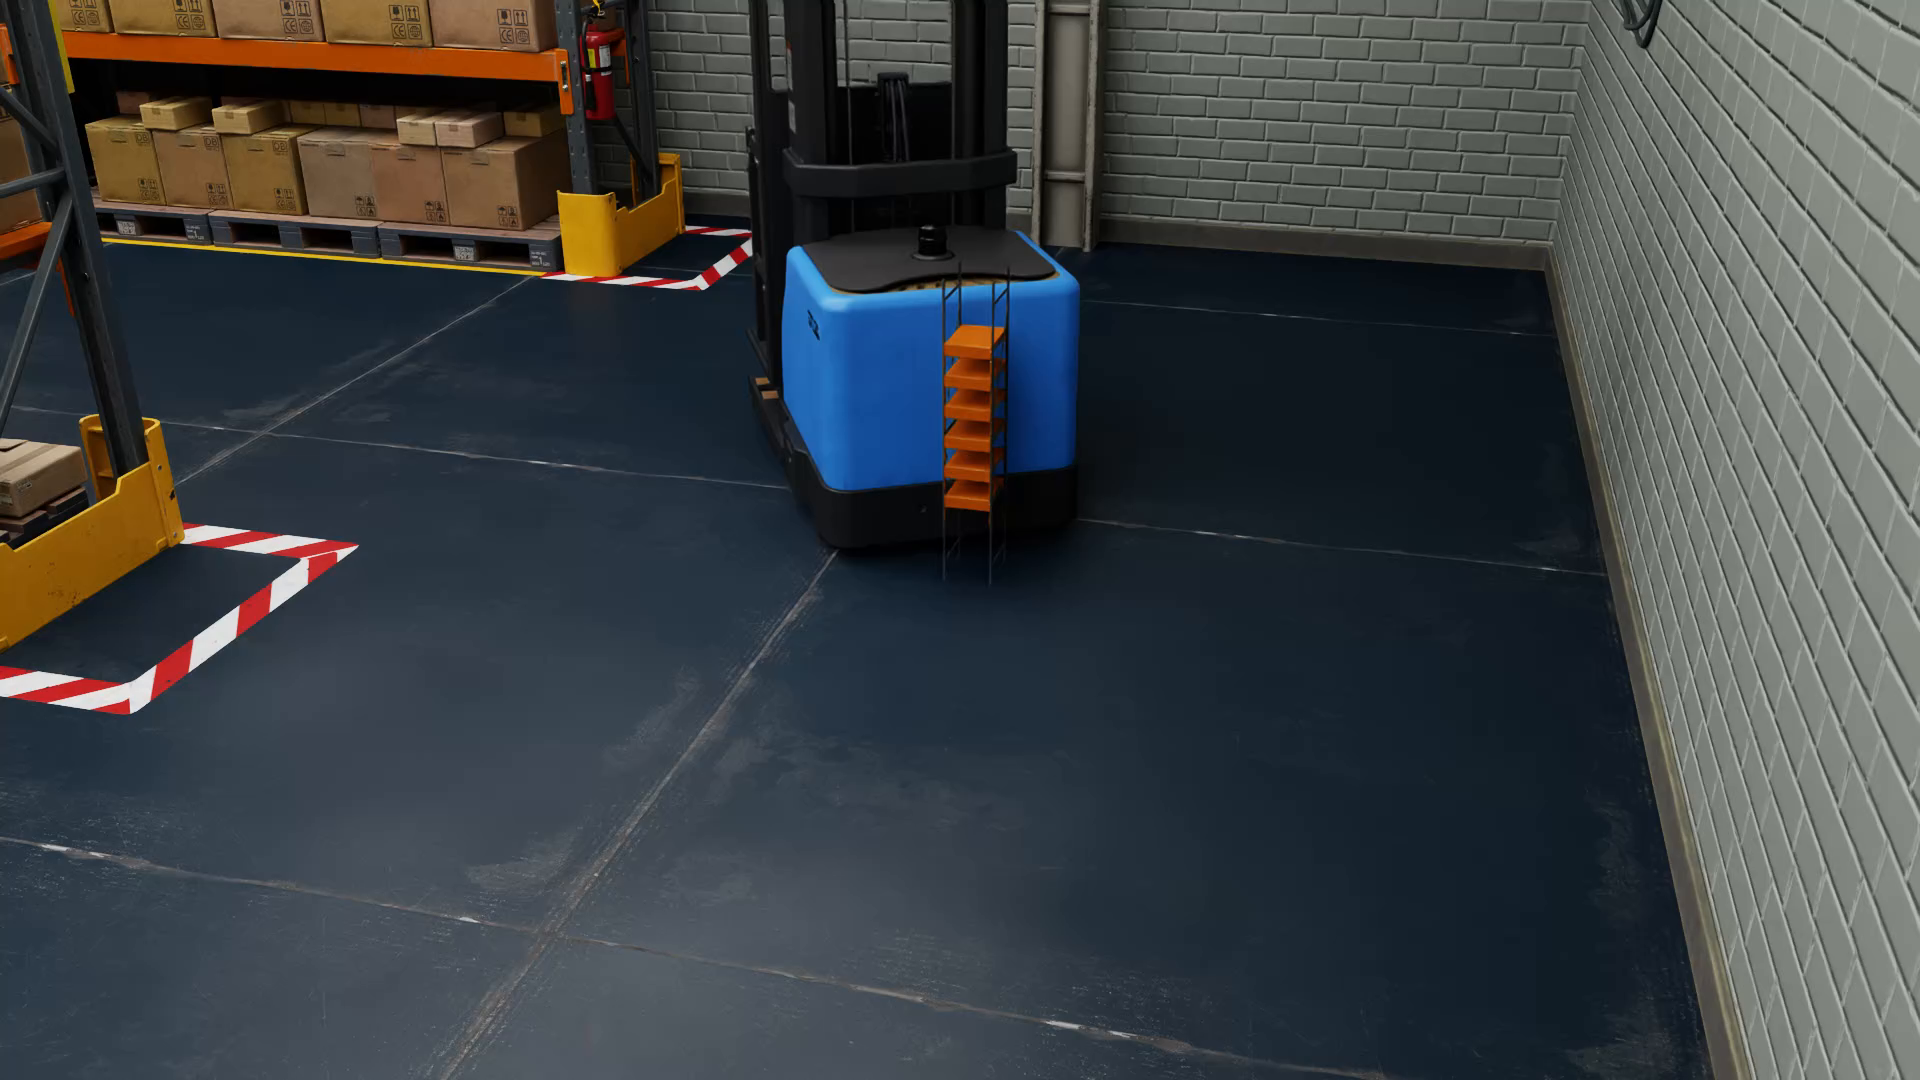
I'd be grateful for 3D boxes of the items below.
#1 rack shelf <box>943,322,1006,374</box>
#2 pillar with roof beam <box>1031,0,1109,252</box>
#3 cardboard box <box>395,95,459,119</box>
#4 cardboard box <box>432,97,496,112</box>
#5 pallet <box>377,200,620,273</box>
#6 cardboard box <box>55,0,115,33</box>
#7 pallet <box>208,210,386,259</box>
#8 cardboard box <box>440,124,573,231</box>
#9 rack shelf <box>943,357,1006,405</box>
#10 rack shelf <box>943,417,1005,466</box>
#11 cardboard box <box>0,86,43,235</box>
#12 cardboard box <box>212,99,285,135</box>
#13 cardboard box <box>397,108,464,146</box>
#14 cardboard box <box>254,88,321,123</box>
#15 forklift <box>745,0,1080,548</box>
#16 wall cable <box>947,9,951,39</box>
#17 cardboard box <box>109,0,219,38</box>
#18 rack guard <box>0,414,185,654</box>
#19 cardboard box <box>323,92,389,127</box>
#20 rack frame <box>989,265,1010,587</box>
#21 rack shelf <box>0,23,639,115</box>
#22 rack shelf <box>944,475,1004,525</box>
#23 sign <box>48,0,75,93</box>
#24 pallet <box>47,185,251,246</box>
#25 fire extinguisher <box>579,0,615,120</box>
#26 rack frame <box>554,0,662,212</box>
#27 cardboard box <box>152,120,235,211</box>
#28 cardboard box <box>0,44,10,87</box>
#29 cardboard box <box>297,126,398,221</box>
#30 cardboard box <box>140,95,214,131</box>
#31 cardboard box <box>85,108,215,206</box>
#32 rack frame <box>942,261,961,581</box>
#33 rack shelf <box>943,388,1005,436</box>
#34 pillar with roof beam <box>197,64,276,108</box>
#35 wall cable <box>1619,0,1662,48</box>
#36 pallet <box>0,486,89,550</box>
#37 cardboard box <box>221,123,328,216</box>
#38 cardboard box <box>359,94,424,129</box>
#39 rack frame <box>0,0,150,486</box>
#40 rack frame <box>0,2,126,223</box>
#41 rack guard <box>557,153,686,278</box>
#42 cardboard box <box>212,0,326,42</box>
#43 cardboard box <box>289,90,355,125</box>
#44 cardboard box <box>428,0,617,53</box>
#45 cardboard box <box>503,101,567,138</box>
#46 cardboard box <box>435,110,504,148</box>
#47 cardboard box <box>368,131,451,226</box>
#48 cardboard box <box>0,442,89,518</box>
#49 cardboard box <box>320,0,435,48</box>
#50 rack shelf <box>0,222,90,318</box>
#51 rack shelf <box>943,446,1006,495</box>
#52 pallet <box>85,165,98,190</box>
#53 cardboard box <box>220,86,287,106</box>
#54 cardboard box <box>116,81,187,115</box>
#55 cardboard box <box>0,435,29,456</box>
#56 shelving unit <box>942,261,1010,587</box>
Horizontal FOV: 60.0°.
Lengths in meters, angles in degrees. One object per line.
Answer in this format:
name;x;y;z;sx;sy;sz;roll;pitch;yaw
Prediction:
rack shelf;0.059;-0.707;6.106;0.180;0.103;0.258;7;26;14
pillar with roof beam;-0.388;-4.193;5.090;0.400;9.000;9.100;6;26;13
cardboard box;-3.411;-2.744;10.689;0.250;0.149;0.380;7;26;13
cardboard box;-3.169;-2.717;10.632;0.250;0.149;0.380;6;26;13
pallet;-2.940;-2.000;10.705;1.213;0.211;1.003;6;26;13
cardboard box;-5.499;-3.705;10.693;0.700;0.700;0.980;7;26;14
pallet;-4.118;-2.131;10.981;1.213;0.211;1.003;6;26;13
cardboard box;-2.849;-2.300;10.511;0.500;0.500;0.700;6;26;13
rack shelf;0.059;-0.599;6.157;0.180;0.103;0.258;7;26;14
rack shelf;0.059;-0.382;6.261;0.180;0.103;0.258;7;26;14
cardboard box;-3.741;-1.346;5.971;0.500;0.500;0.500;7;26;14
cardboard box;-4.530;-2.697;10.590;0.250;0.149;0.380;6;26;12
cardboard box;-3.267;-2.558;10.298;0.250;0.149;0.380;7;26;14
cardboard box;-4.402;-2.853;10.917;0.250;0.149;0.380;7;26;14
forklift;-0.399;-1.903;7.337;1.130;2.935;3.031;-7;26;-14
wall cable;-0.671;-3.921;10.315;1.851;1.984;0.084;6;26;13
cardboard box;-4.793;-3.624;10.524;0.700;0.700;0.980;6;26;12
rack guard;-3.450;-0.023;6.216;0.348;0.500;1.175;6;26;13
cardboard box;-3.907;-2.798;10.802;0.250;0.149;0.380;7;26;14
rack frame;0.147;-0.412;6.219;0.006;1.200;0.240;7;26;14
rack shelf;-4.083;-3.095;10.599;4.000;0.370;1.077;6;26;13
rack shelf;0.059;-0.166;6.364;0.180;0.103;0.258;7;26;14
sign;-3.241;-1.760;5.950;0.005;0.325;0.100;6;26;13
pallet;-5.303;-2.261;11.254;1.213;0.211;1.003;6;26;13
fire extinguisher;-2.115;-2.794;9.654;0.183;0.674;0.296;6;26;13
rack frame;-2.146;-3.206;9.994;0.127;3.000;1.000;6;26;13
cardboard box;-4.836;-2.517;10.967;0.500;0.500;0.700;6;26;12
cardboard box;-3.741;-1.797;5.756;0.500;0.500;0.500;7;26;15
cardboard box;-3.821;-2.407;10.736;0.500;0.500;0.700;5;26;11
cardboard box;-5.035;-2.753;10.707;0.250;0.149;0.380;7;26;15
cardboard box;-5.322;-2.572;11.083;0.500;0.500;0.700;7;26;14
rack frame;-0.029;-0.433;6.264;0.006;1.200;0.240;7;26;14
rack shelf;0.059;-0.491;6.209;0.180;0.103;0.258;7;26;14
pillar with roof beam;-6.199;-4.836;6.439;0.400;9.000;9.100;6;26;13
wall cable;3.242;-3.758;7.788;0.112;2.526;3.097;6;26;13
pallet;-4.222;0.023;6.457;1.213;0.211;1.003;6;26;13
cardboard box;-4.339;-2.461;10.850;0.500;0.500;0.700;7;26;14
cardboard box;-3.658;-2.771;10.745;0.250;0.149;0.380;7;26;14
rack frame;-3.376;-1.143;5.662;0.127;3.000;1.000;6;26;13
rack frame;-6.020;-3.634;10.894;0.127;3.000;1.000;6;26;13
rack guard;-2.123;-2.075;10.526;0.348;0.500;1.175;6;26;13
cardboard box;-4.086;-3.551;10.369;0.700;0.700;0.980;5;26;10
cardboard box;-4.152;-2.825;10.860;0.250;0.149;0.380;6;26;12
cardboard box;-2.643;-3.392;10.036;0.700;0.700;0.980;8;26;15
cardboard box;-2.678;-2.663;10.519;0.250;0.149;0.380;6;26;13
cardboard box;-3.019;-2.531;10.242;0.250;0.149;0.380;6;26;12
cardboard box;-3.334;-2.354;10.624;0.500;0.500;0.700;6;26;13
cardboard box;-3.696;-0.243;6.575;0.250;0.149;0.380;6;26;13
cardboard box;-3.350;-3.465;10.190;0.700;0.700;0.980;6;26;13
rack shelf;-5.313;-1.033;6.266;4.000;0.370;1.077;6;26;13
rack shelf;0.059;-0.274;6.312;0.180;0.103;0.258;7;26;14
pallet;-6.786;-2.426;11.601;1.213;0.211;1.003;6;26;13
cardboard box;-4.646;-2.880;10.974;0.250;0.149;0.380;5;26;11
cardboard box;-5.413;-2.964;11.150;0.250;0.149;0.380;6;26;13
cardboard box;-3.939;-0.277;6.627;0.250;0.166;0.380;6;26;13
shelving unit;0.059;-0.422;6.241;0.189;1.200;0.258;7;26;14
